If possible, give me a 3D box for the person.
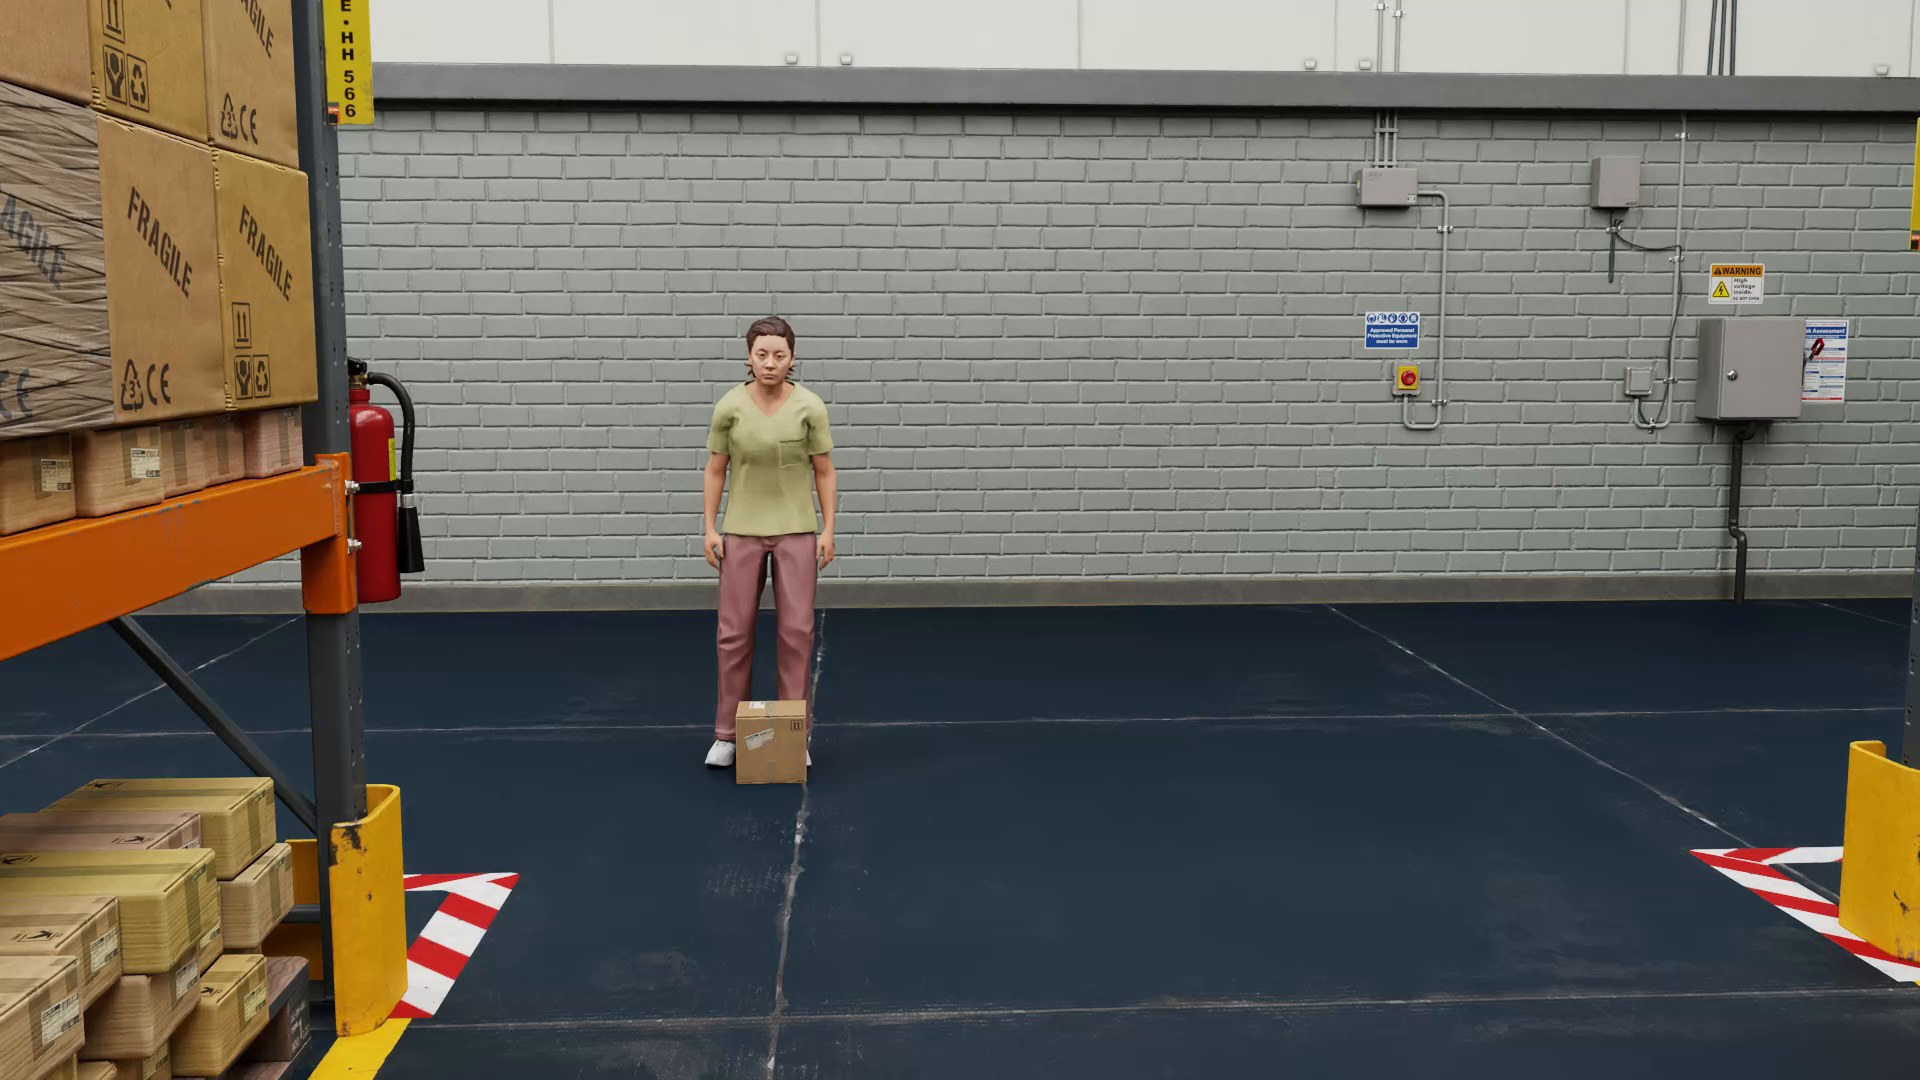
[{"bbox_3d":[-0.710,0.005,6.216,0.500,1.673,0.404,-1,7,-4],"label":"person"}]
